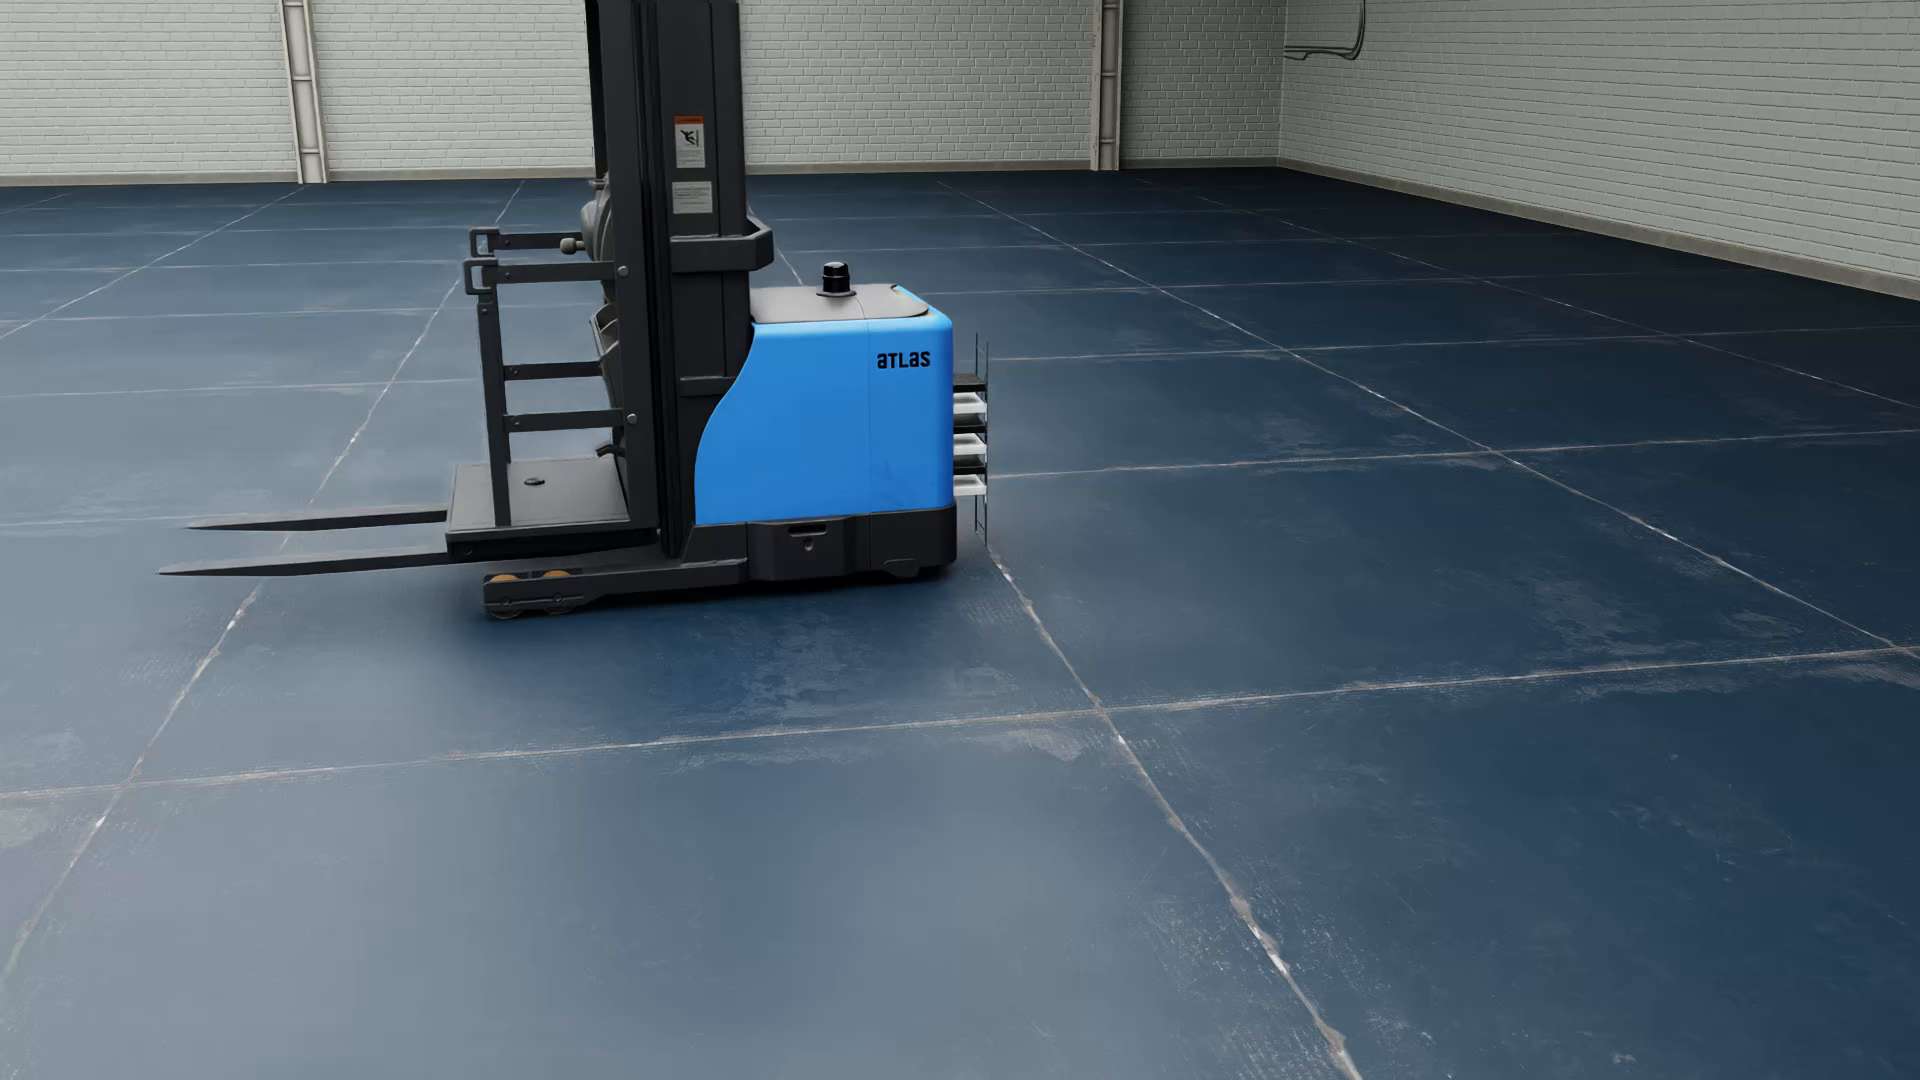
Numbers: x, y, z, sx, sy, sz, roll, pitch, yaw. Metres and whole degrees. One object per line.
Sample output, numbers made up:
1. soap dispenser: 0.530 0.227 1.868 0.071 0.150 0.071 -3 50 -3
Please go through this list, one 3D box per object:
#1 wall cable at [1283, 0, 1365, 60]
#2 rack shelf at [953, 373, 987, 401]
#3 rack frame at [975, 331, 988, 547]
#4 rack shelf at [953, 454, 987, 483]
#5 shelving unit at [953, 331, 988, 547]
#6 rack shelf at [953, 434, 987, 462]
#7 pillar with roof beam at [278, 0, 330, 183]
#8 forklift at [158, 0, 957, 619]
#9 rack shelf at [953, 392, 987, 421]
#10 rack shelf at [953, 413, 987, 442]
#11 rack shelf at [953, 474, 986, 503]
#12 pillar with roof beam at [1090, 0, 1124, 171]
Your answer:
1. wall cable: 5.452 -8.520 25.012 0.112 2.526 3.097 -3 17 -10
2. rack shelf: -0.008 -0.656 7.109 0.200 0.077 0.258 -3 17 -10
3. rack frame: 0.092 -0.435 7.197 0.006 0.900 0.240 -3 17 -10
4. rack shelf: -0.008 -0.312 7.214 0.200 0.077 0.258 -3 17 -10
5. shelving unit: -0.008 -0.430 7.178 0.210 0.900 0.258 -3 17 -10
6. rack shelf: -0.008 -0.398 7.188 0.200 0.077 0.258 -3 17 -10
7. pillar with roof beam: -8.656 -8.312 19.046 0.400 9.000 9.100 -3 17 -10
8. forklift: -1.588 -1.272 6.462 3.031 2.935 1.130 -4 18 -14
9. rack shelf: -0.008 -0.570 7.135 0.200 0.077 0.258 -3 17 -10
10. rack shelf: -0.008 -0.484 7.162 0.200 0.077 0.258 -3 17 -10
11. rack shelf: -0.008 -0.226 7.241 0.200 0.077 0.258 -3 17 -10
12. pillar with roof beam: 3.126 -8.980 21.222 0.400 9.000 9.100 -3 17 -10
